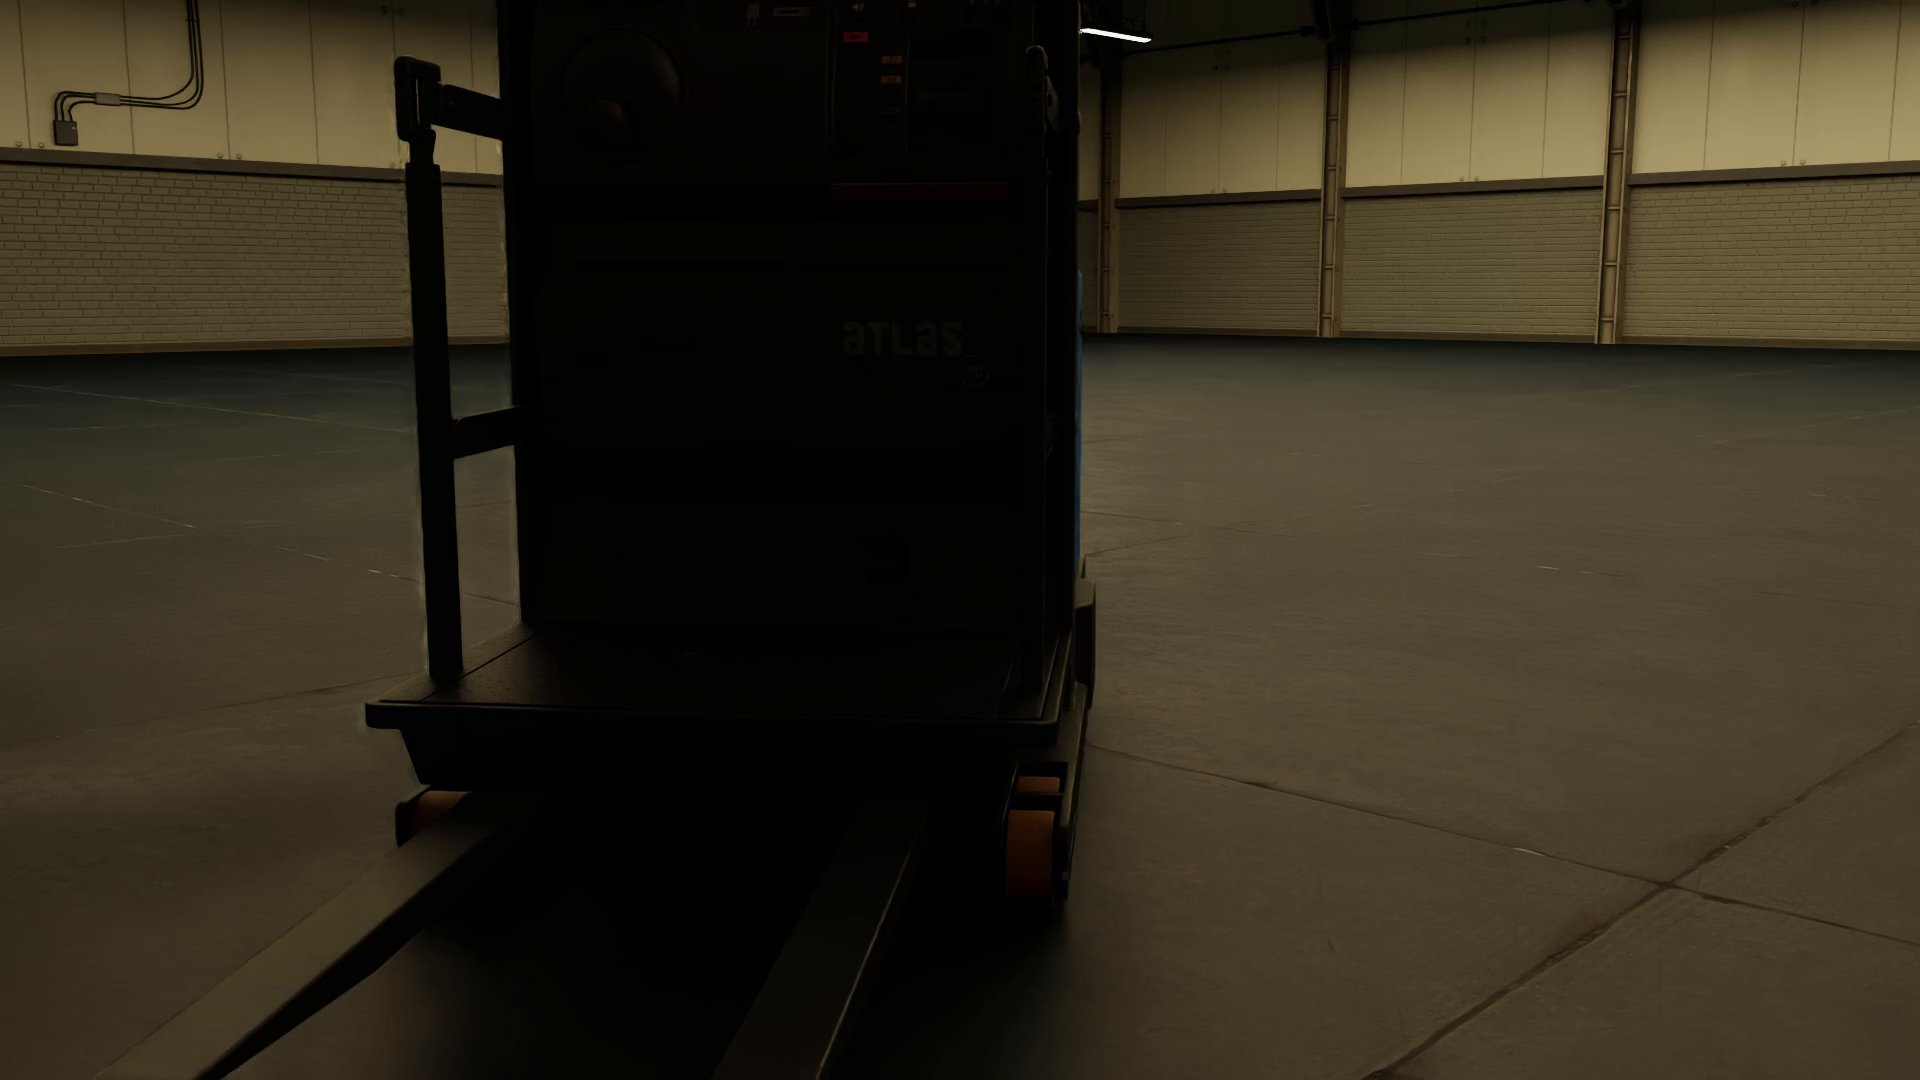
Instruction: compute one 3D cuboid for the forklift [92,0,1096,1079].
[{"bbox_3d":[-0.347,-0.899,2.845,1.130,2.935,3.031,1,9,6],"label":"forklift"}]
